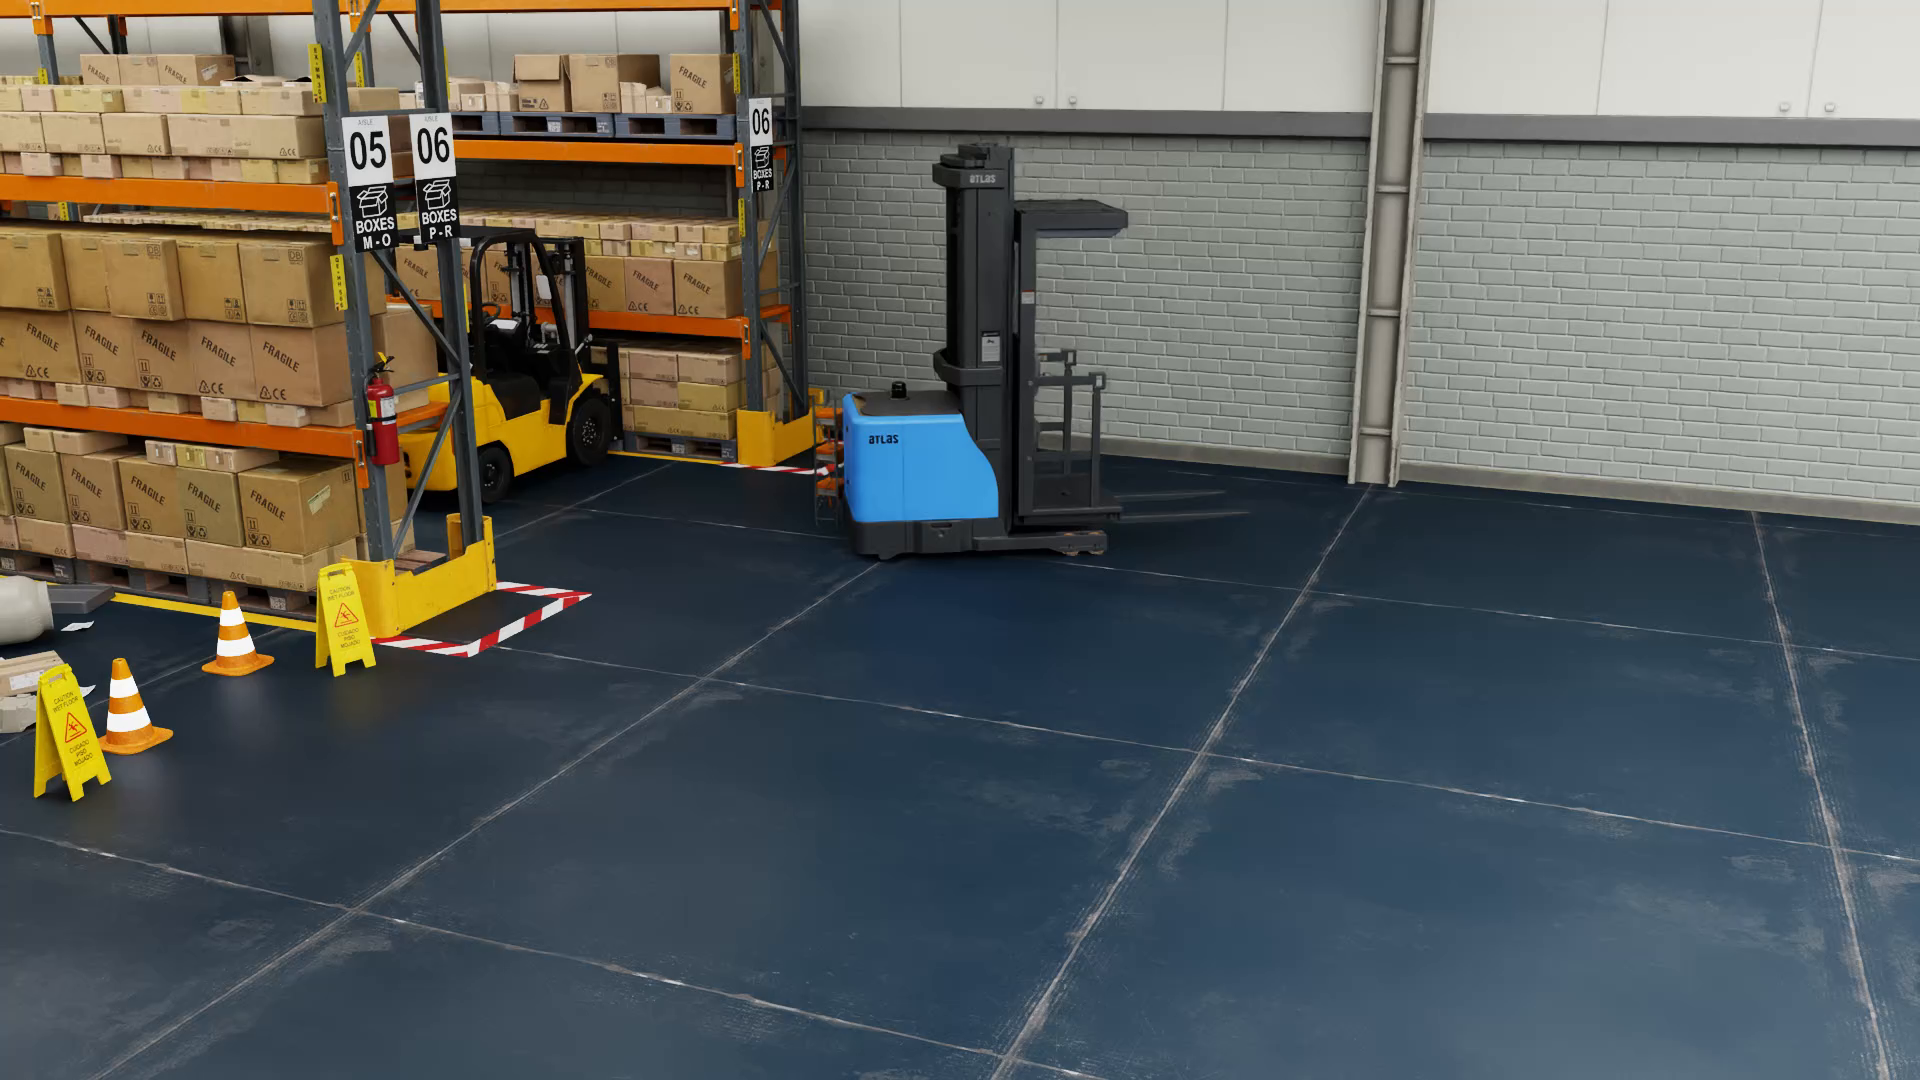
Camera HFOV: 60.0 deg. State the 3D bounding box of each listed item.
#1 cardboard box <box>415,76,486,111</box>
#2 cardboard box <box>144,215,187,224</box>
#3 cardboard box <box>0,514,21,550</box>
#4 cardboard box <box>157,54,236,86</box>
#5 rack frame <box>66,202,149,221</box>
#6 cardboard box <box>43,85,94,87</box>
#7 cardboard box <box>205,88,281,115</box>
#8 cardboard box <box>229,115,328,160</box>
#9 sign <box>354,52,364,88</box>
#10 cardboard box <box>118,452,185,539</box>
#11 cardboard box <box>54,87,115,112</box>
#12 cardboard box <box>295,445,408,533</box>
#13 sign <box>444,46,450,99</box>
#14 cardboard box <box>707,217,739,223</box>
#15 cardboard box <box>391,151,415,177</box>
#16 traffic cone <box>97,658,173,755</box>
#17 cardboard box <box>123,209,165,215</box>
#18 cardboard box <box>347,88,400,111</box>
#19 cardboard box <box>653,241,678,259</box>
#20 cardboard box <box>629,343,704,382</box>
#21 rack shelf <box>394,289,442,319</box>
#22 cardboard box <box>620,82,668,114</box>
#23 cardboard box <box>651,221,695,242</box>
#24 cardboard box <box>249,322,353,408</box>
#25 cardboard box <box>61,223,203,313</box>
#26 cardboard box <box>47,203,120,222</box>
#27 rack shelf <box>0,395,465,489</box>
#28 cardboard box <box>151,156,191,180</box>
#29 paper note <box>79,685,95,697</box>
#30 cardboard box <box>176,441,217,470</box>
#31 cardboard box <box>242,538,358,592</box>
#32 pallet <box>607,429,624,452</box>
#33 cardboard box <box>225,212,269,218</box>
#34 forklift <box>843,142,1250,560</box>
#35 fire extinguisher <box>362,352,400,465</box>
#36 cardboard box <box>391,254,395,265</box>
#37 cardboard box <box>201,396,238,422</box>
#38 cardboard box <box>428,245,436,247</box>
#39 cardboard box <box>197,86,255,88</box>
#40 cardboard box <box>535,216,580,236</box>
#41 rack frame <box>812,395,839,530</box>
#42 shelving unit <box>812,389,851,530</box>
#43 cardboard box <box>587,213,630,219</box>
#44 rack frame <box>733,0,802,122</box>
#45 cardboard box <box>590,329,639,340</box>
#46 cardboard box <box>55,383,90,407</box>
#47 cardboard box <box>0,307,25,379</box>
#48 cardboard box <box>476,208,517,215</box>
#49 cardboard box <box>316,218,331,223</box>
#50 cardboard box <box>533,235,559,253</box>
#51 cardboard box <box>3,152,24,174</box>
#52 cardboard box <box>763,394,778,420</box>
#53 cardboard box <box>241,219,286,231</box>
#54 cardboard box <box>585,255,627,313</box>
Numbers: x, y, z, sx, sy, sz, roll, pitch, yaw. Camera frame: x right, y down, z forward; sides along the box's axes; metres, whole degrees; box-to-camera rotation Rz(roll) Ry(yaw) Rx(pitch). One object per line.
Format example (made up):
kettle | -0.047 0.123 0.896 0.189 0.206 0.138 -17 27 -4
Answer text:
cardboard box | -4.712 -4.170 15.503 0.500 0.311 0.500 7 17 22
cardboard box | -8.184 -3.260 17.180 0.250 0.149 0.380 6 17 21
cardboard box | -6.765 -0.134 11.932 0.500 0.250 0.500 5 17 18
cardboard box | -7.586 -4.576 16.565 0.500 0.500 0.500 7 17 22
rack frame | -9.118 -3.080 17.901 0.127 3.000 1.000 6 17 21
cardboard box | -6.071 -3.061 11.476 0.250 0.149 0.380 7 18 22
cardboard box | -4.386 -2.692 10.206 0.250 0.149 0.380 6 17 20
cardboard box | -4.068 -2.467 10.148 0.500 0.250 0.500 6 17 20
sign | -5.587 -4.369 15.470 0.005 0.325 0.100 6 17 21
cardboard box | -5.288 -0.335 11.281 0.500 0.500 0.500 6 17 19
cardboard box | -5.565 -2.831 10.685 0.250 0.149 0.380 7 17 22
cardboard box | -4.165 -0.371 11.406 0.500 0.500 0.500 6 17 19
sign | -3.295 -2.975 10.591 0.005 0.325 0.100 6 17 21
cardboard box | -2.134 -2.897 15.395 0.250 0.149 0.380 7 18 23
cardboard box | -3.683 -2.412 10.671 0.250 0.149 0.380 6 17 21
traffic cone | -4.458 0.858 8.888 0.334 0.463 0.336 6 17 21
cardboard box | -8.741 -3.458 17.863 0.250 0.149 0.380 7 18 22
cardboard box | -3.749 -2.766 10.460 0.250 0.149 0.380 6 17 20
cardboard box | -2.569 -2.644 15.060 0.250 0.149 0.380 7 17 22
cardboard box | -2.696 -1.640 15.326 0.500 0.250 0.500 7 17 22
rack shelf | -7.257 -2.530 17.297 4.000 0.370 1.077 6 17 21
cardboard box | -2.794 -3.919 14.721 0.258 0.266 0.396 6 17 21
cardboard box | -2.580 -2.783 15.002 0.250 0.149 0.380 7 17 22
cardboard box | -4.100 -1.148 10.536 0.500 0.500 0.500 6 17 20
cardboard box | -5.442 -1.806 11.010 0.500 0.500 0.700 6 17 20
cardboard box | -9.539 -3.422 18.150 0.500 0.500 0.500 7 18 23
rack shelf | -5.354 -0.833 11.452 4.000 0.370 1.077 6 17 21
cardboard box | -4.867 -2.367 10.516 0.250 0.149 0.380 6 17 20
paper note | -5.103 0.872 9.616 0.142 0.019 0.148 0 16 1
cardboard box | -4.933 -0.587 10.987 0.250 0.149 0.380 7 17 22
cardboard box | -4.367 0.130 11.024 0.500 0.250 0.500 6 17 20
pallet | -3.534 -1.115 16.135 1.213 0.211 1.003 6 17 21
cardboard box | -7.507 -3.360 17.526 0.250 0.149 0.380 6 17 20
forklift | 0.653 -1.434 12.356 3.031 2.935 1.130 -2 16 -8
fire extinguisher | -3.556 -0.805 10.206 0.183 0.674 0.296 6 17 21
cardboard box | -5.947 -2.822 16.388 0.500 0.250 0.500 6 17 19
cardboard box | -4.678 -0.883 10.786 0.250 0.149 0.380 7 17 22
cardboard box | -4.955 -2.903 15.950 0.250 0.149 0.380 7 17 22
cardboard box | -4.884 -2.922 11.000 0.250 0.149 0.380 7 18 22
cardboard box | -3.743 -2.931 15.514 0.250 0.149 0.380 6 17 21
rack frame | -1.037 -0.597 12.846 0.200 1.050 0.008 7 17 22
shelving unit | -0.989 -0.628 12.954 0.215 1.050 0.252 7 17 22
cardboard box | -3.338 -3.019 15.816 0.250 0.149 0.380 6 17 21
rack frame | -1.676 -5.142 14.246 0.127 3.000 1.000 6 17 21
cardboard box | -3.455 -1.879 16.152 0.500 0.250 0.500 6 17 20
cardboard box | -5.853 -1.013 11.235 0.250 0.149 0.380 6 17 21
cardboard box | -6.432 -1.411 11.441 0.500 0.500 0.500 6 17 20
cardboard box | -4.520 -3.158 16.297 0.250 0.149 0.380 6 17 20
cardboard box | -6.353 -3.209 17.005 0.250 0.149 0.380 6 17 20
cardboard box | -3.766 -2.766 15.478 0.250 0.149 0.380 6 17 19
cardboard box | -6.058 -2.503 10.985 0.250 0.149 0.380 6 17 19
cardboard box | -2.061 -1.243 15.755 0.500 0.250 0.500 6 17 21
cardboard box | -6.996 -3.130 16.733 0.250 0.149 0.380 6 17 21
cardboard box | -3.186 -2.399 15.379 0.500 0.500 0.500 6 17 20
